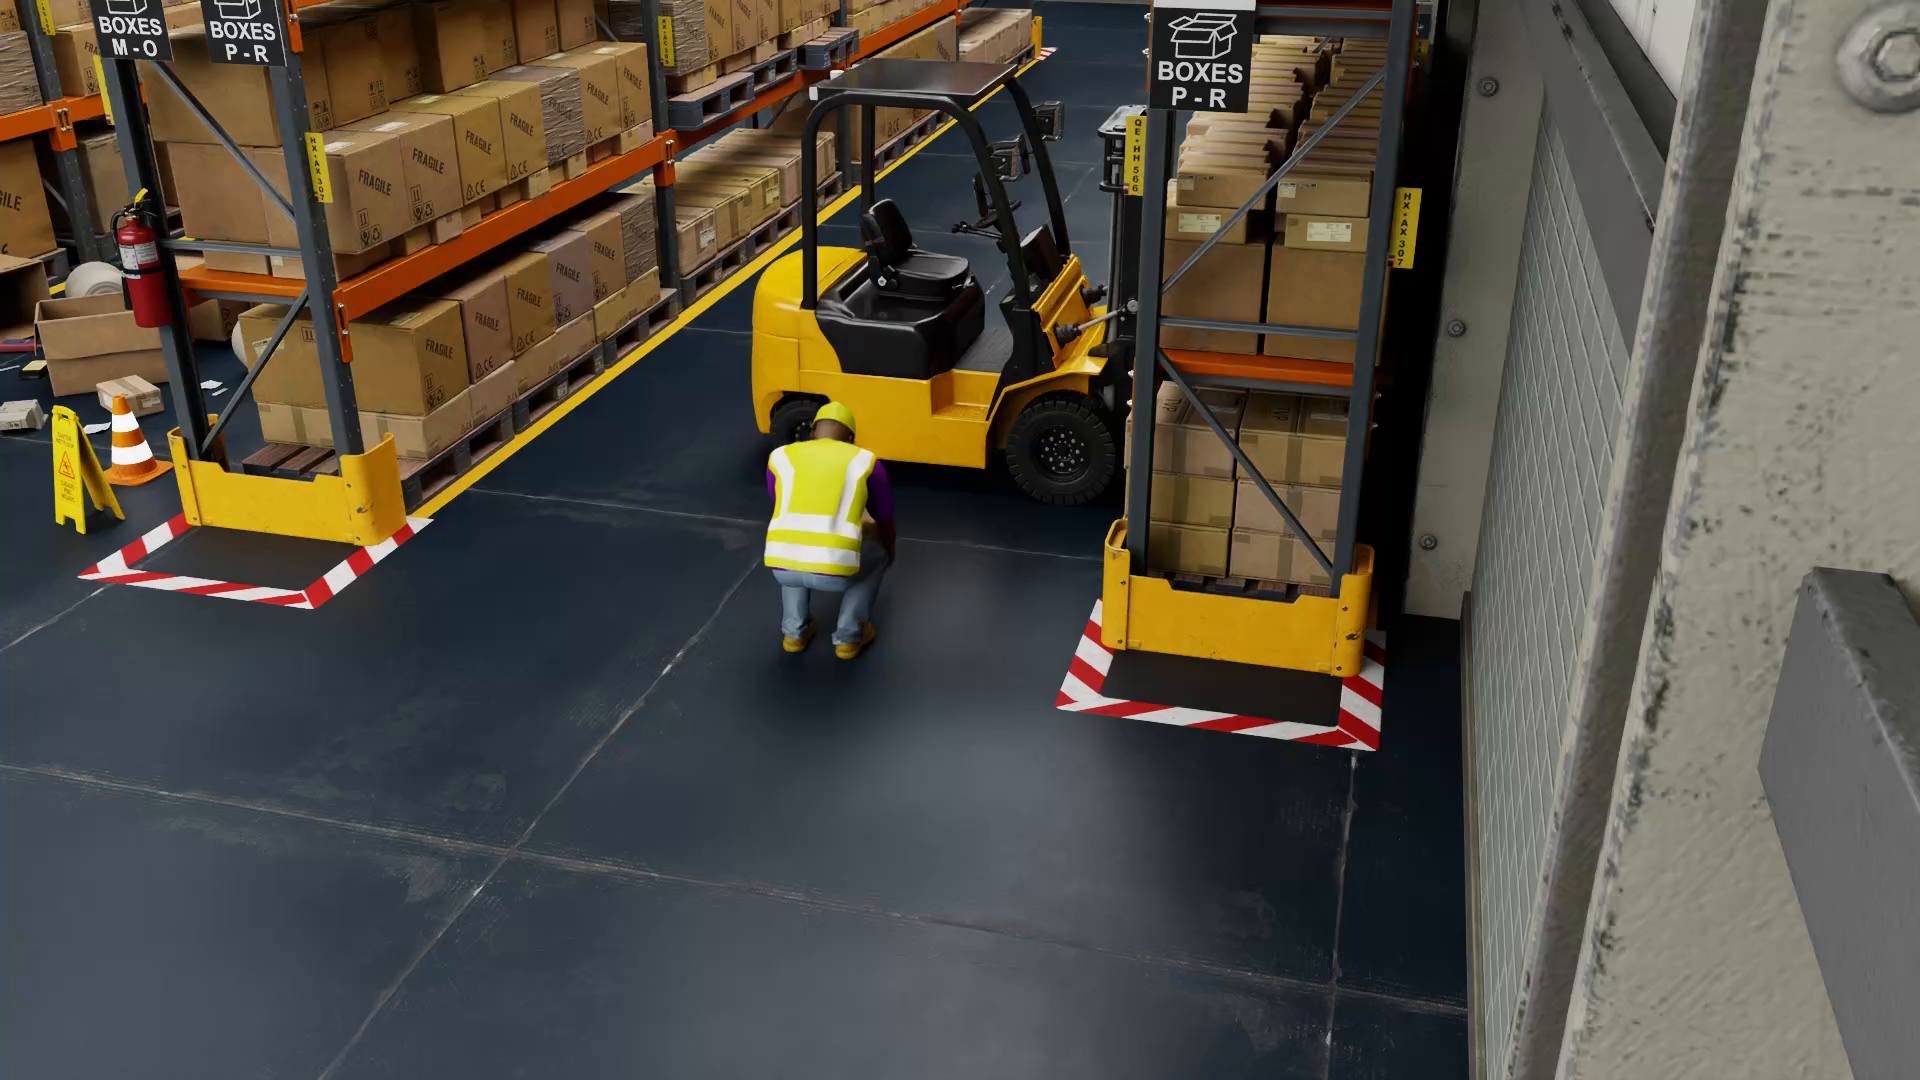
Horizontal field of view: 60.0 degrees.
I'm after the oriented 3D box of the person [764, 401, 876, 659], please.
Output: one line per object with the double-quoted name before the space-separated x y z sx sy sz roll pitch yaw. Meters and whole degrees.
"person" -0.623 -0.039 7.552 0.520 1.017 0.861 6 26 13
